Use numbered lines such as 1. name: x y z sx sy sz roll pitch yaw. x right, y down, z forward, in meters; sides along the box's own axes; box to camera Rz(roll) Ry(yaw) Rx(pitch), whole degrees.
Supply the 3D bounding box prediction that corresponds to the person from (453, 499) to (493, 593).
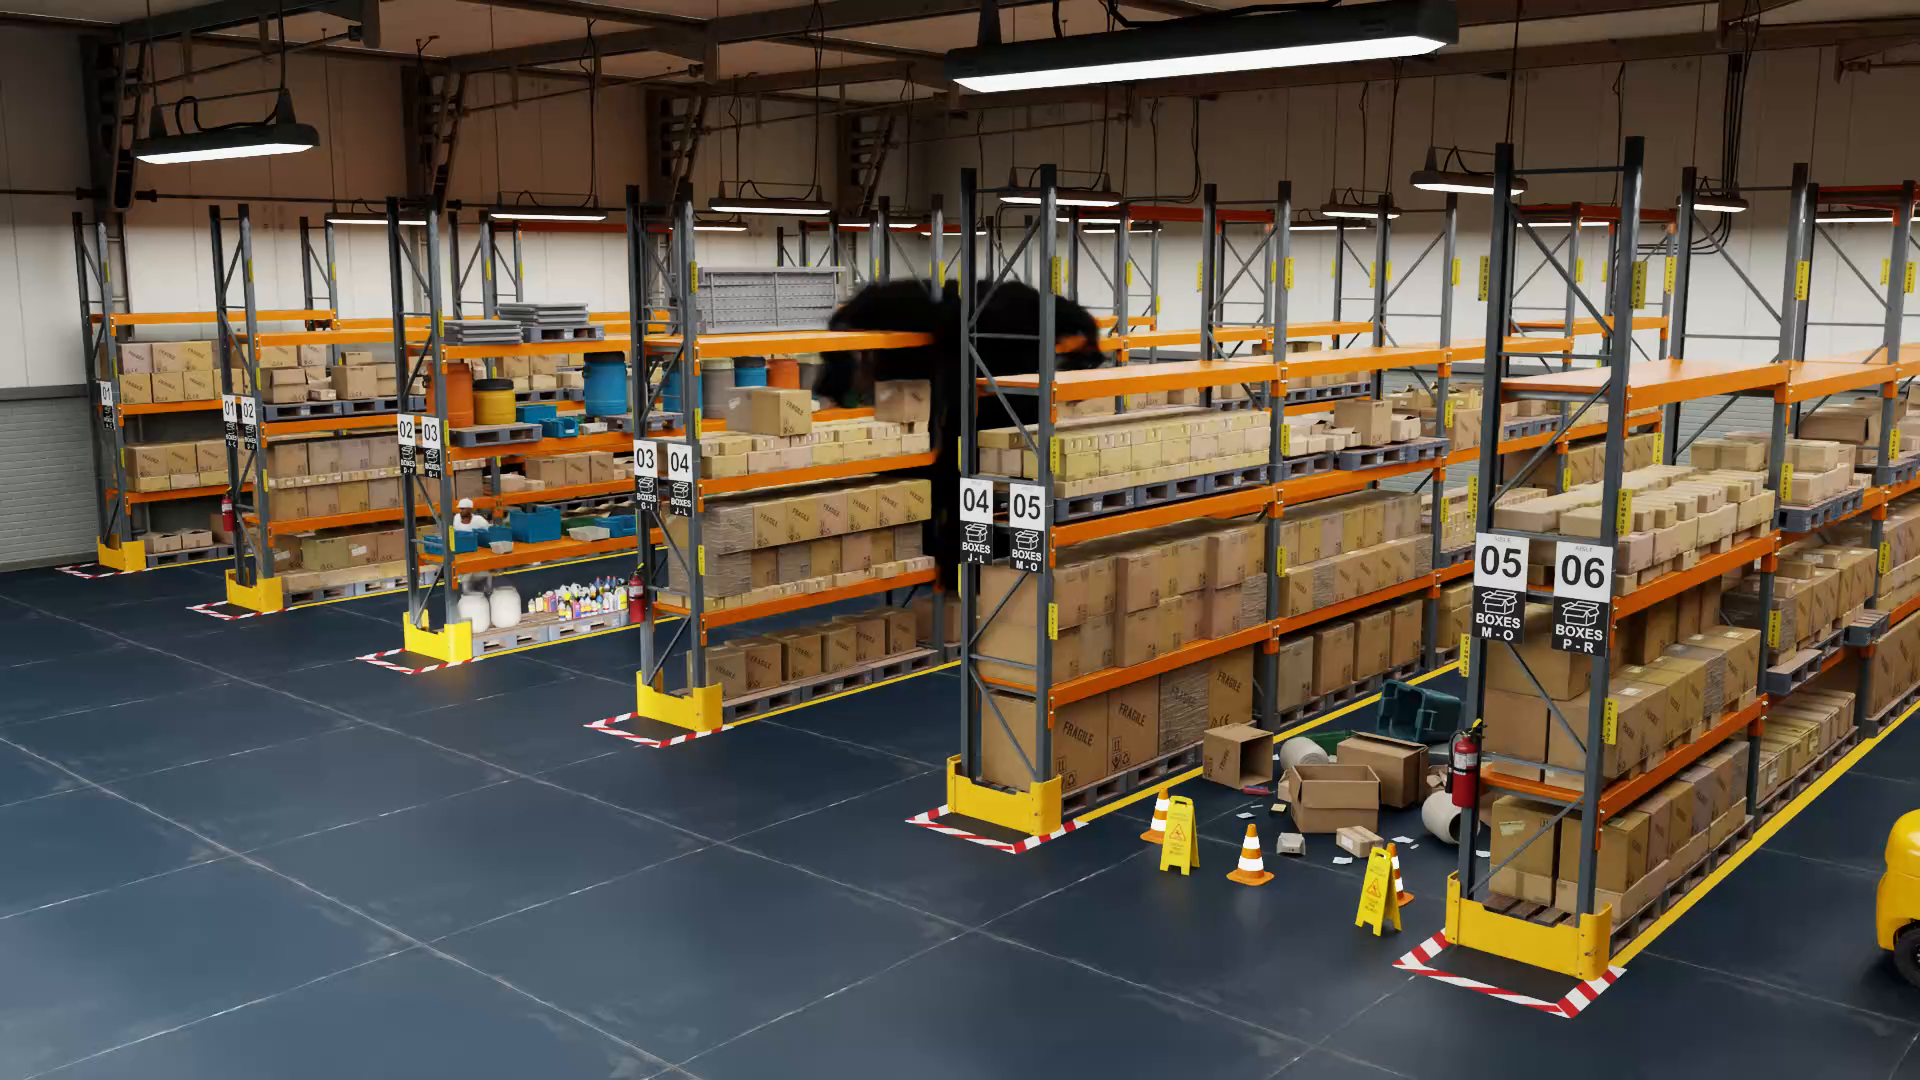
1. person: -7.282 0.219 24.902 0.708 1.743 0.875 4 10 21
